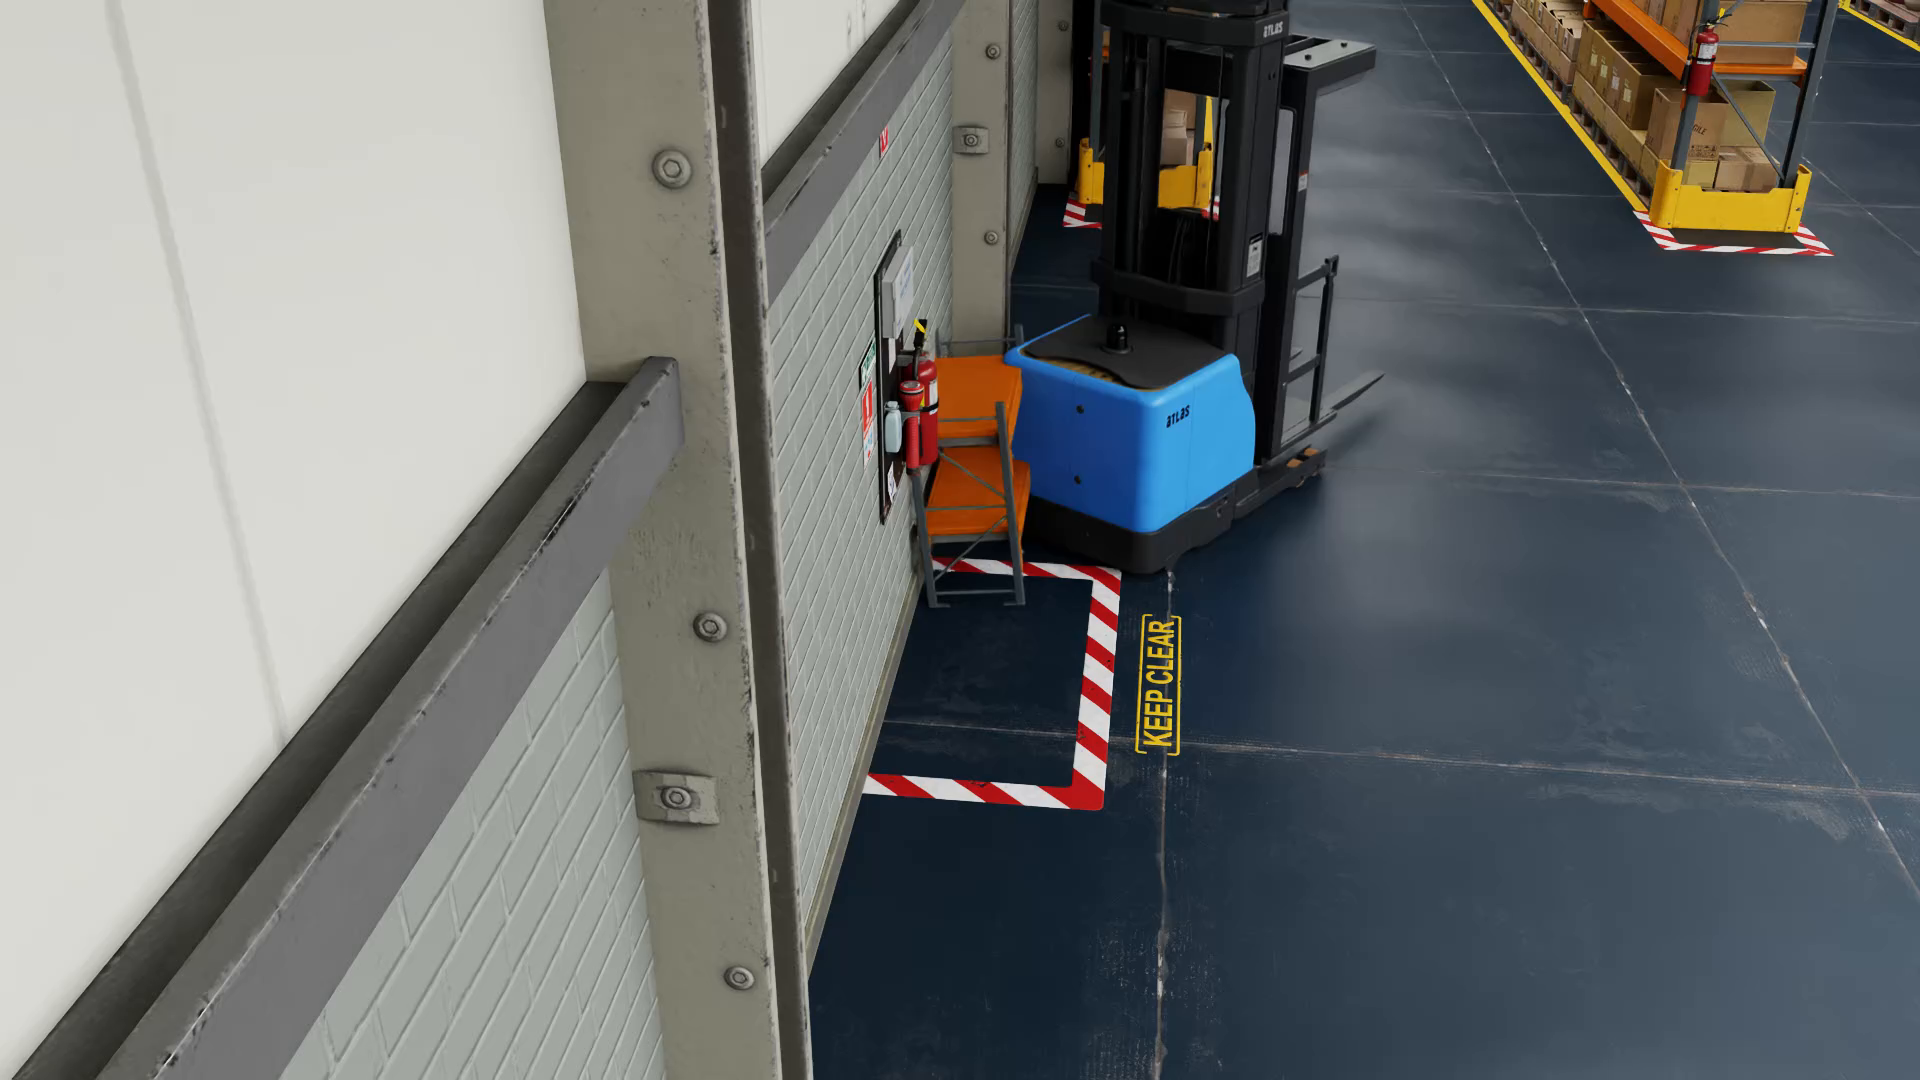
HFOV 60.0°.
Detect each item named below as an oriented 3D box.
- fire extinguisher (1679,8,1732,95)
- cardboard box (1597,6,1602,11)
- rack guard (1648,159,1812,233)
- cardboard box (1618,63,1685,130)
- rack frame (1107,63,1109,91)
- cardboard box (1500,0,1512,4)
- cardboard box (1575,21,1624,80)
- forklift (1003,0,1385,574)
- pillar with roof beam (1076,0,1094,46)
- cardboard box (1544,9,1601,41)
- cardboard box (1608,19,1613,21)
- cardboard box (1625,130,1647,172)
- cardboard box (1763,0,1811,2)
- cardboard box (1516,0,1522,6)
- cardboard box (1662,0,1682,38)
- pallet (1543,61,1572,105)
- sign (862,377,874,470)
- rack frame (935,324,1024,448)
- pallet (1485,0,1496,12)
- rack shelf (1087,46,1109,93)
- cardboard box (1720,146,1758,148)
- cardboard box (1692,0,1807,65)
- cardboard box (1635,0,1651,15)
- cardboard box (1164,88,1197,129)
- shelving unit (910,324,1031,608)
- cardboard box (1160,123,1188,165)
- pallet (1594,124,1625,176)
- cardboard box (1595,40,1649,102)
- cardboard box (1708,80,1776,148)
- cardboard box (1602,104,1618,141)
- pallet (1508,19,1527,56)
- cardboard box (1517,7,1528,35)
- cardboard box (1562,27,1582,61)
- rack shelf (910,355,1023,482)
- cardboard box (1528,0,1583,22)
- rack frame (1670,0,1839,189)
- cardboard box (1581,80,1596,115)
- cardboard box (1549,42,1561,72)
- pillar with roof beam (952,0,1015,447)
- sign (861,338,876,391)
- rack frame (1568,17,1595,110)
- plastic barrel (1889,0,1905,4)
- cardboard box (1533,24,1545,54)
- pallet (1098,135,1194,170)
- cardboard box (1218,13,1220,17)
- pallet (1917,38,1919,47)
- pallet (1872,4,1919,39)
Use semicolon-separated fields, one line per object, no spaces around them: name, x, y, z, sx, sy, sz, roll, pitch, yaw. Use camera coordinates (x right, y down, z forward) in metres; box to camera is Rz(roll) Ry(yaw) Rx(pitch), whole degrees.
fire extinguisher;6.076;-3.983;13.563;0.296;0.674;0.183;3;28;6
cardboard box;7.526;-6.054;19.189;0.500;0.311;0.500;4;29;8
rack guard;6.548;-2.934;14.169;1.175;0.500;0.348;3;28;6
cardboard box;6.429;-4.092;15.348;0.500;0.500;0.500;3;28;6
rack frame;2.124;-6.215;17.623;1.000;3.000;0.127;3;28;6
cardboard box;7.413;-7.359;21.918;0.500;0.500;0.500;4;29;8
cardboard box;6.674;-5.033;17.096;0.500;0.500;0.500;3;28;6
forklift;1.540;-1.736;9.383;1.130;2.935;3.031;21;35;34
pillar with roof beam;5.869;-9.927;18.189;9.100;9.000;0.400;3;28;6
cardboard box;6.927;-5.837;18.788;0.500;0.311;0.500;3;28;6
cardboard box;7.406;-5.565;18.283;0.500;0.311;0.500;3;28;6
cardboard box;6.373;-3.526;15.089;0.500;0.250;0.500;3;28;6
cardboard box;6.813;-4.548;13.739;0.380;0.149;0.250;3;28;6
cardboard box;7.176;-6.803;20.581;0.500;0.311;0.500;4;29;8
cardboard box;6.747;-4.790;14.873;0.700;0.500;0.500;4;29;7
pallet;7.093;-5.050;18.402;1.003;0.211;1.213;3;28;6
sign;-0.384;-0.488;6.955;0.001;0.329;0.234;3;28;6
rack frame;0.146;-0.646;9.189;0.500;1.125;0.032;-2;28;9
pallet;7.812;-7.506;22.960;1.003;0.211;1.213;3;28;6
rack shelf;1.879;-4.957;16.047;1.077;0.370;4.000;3;28;6
cardboard box;6.895;-3.495;15.032;0.500;0.250;0.500;3;28;6
cardboard box;6.621;-4.309;13.980;0.700;0.500;0.500;3;28;6
cardboard box;6.870;-5.279;15.781;0.700;0.500;0.500;4;29;7
cardboard box;2.018;-4.356;16.346;0.700;0.500;0.500;2;28;3
shelving unit;0.086;-0.402;8.747;0.538;1.125;1.048;-2;28;9
cardboard box;1.808;-3.662;15.257;0.500;0.311;0.500;0;28;0
pallet;6.755;-3.753;15.994;1.003;0.211;1.213;3;28;6
cardboard box;6.551;-4.562;16.222;0.500;0.500;0.500;3;28;6
cardboard box;6.897;-3.825;14.854;0.500;0.500;0.500;3;28;6
cardboard box;6.495;-3.997;15.962;0.500;0.250;0.500;3;28;6
pallet;7.392;-6.199;20.534;1.003;0.211;1.213;3;28;6
cardboard box;7.115;-6.320;20.275;0.500;0.250;0.500;3;28;5
cardboard box;6.806;-5.357;17.897;0.500;0.311;0.500;3;28;6
rack shelf;0.055;-0.659;8.610;0.538;0.278;1.000;-2;28;9
cardboard box;7.055;-6.316;19.676;0.500;0.311;0.500;3;28;5
rack frame;6.551;-4.046;13.597;1.000;3.000;0.127;3;28;6
cardboard box;6.617;-4.467;16.836;0.500;0.250;0.500;3;28;6
cardboard box;6.868;-5.353;18.480;0.500;0.250;0.500;3;28;5
pillar with roof beam;4.399;-4.278;7.704;9.100;9.000;0.400;3;28;6
sign;-0.375;-0.723;6.833;0.001;0.109;0.331;3;28;6
rack frame;7.041;-5.929;17.092;1.000;3.000;0.127;3;28;6
plastic barrel;12.628;-7.408;21.938;0.600;0.588;0.708;3;28;6
cardboard box;6.994;-5.833;19.372;0.500;0.250;0.500;4;29;7
pallet;1.778;-3.521;15.562;1.003;0.211;1.213;3;28;6
cardboard box;2.009;-4.486;14.551;0.500;0.250;0.500;3;28;5
pallet;12.313;-5.932;20.038;1.003;0.211;1.213;3;28;6
pallet;12.502;-6.668;21.404;1.003;0.211;1.213;3;28;6
